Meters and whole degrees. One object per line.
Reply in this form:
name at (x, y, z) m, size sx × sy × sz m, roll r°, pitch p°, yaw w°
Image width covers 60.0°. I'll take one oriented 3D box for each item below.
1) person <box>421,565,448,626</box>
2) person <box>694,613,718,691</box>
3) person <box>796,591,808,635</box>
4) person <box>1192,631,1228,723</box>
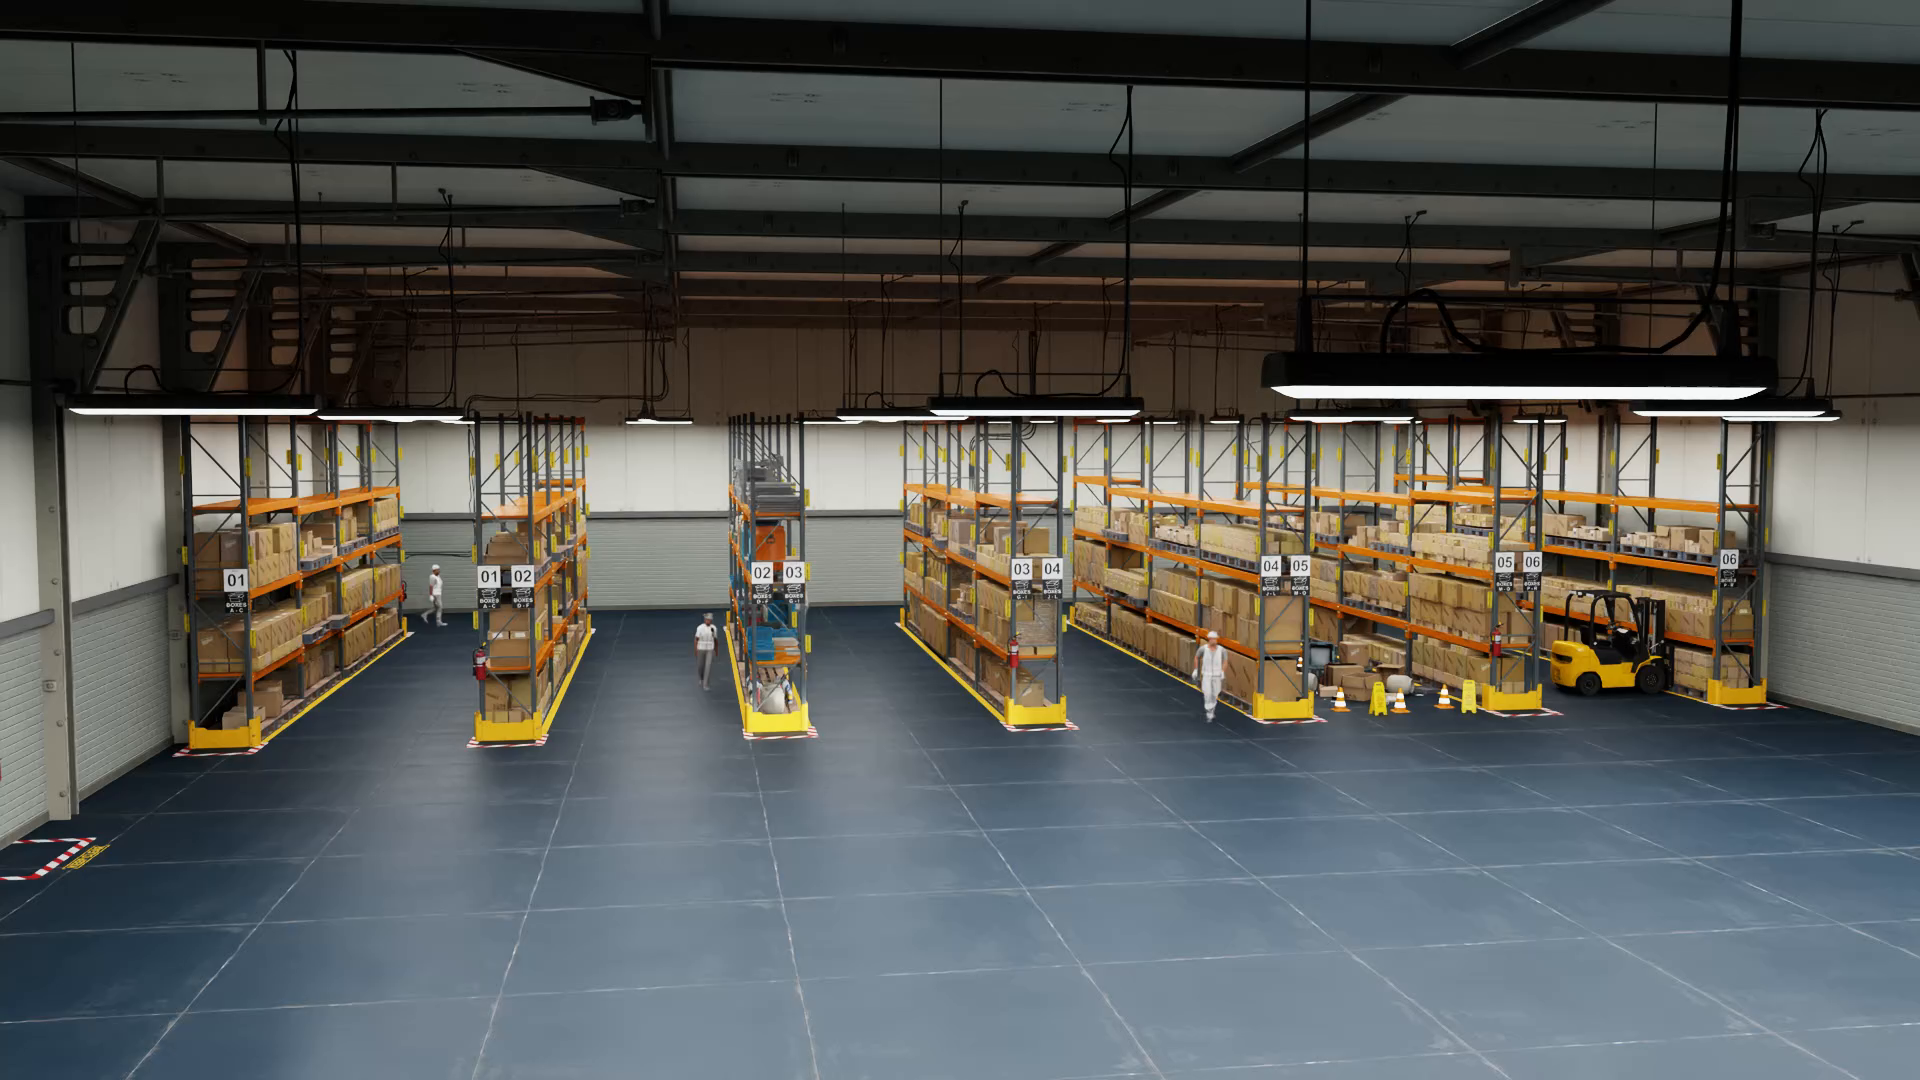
person at (-15.096, 1.588, 47.668) m, size 0.768 × 1.770 × 0.535 m, roll -1°, pitch 4°, yaw -11°
person at (-5.562, 2.428, 36.446) m, size 0.539 × 1.659 × 0.807 m, roll -1°, pitch 4°, yaw -15°
person at (-4.311, 1.852, 44.663) m, size 0.490 × 1.623 × 1.049 m, roll -1°, pitch 4°, yaw -10°
person at (4.875, 2.691, 32.412) m, size 0.667 × 1.844 × 0.758 m, roll 0°, pitch 4°, yaw 2°
